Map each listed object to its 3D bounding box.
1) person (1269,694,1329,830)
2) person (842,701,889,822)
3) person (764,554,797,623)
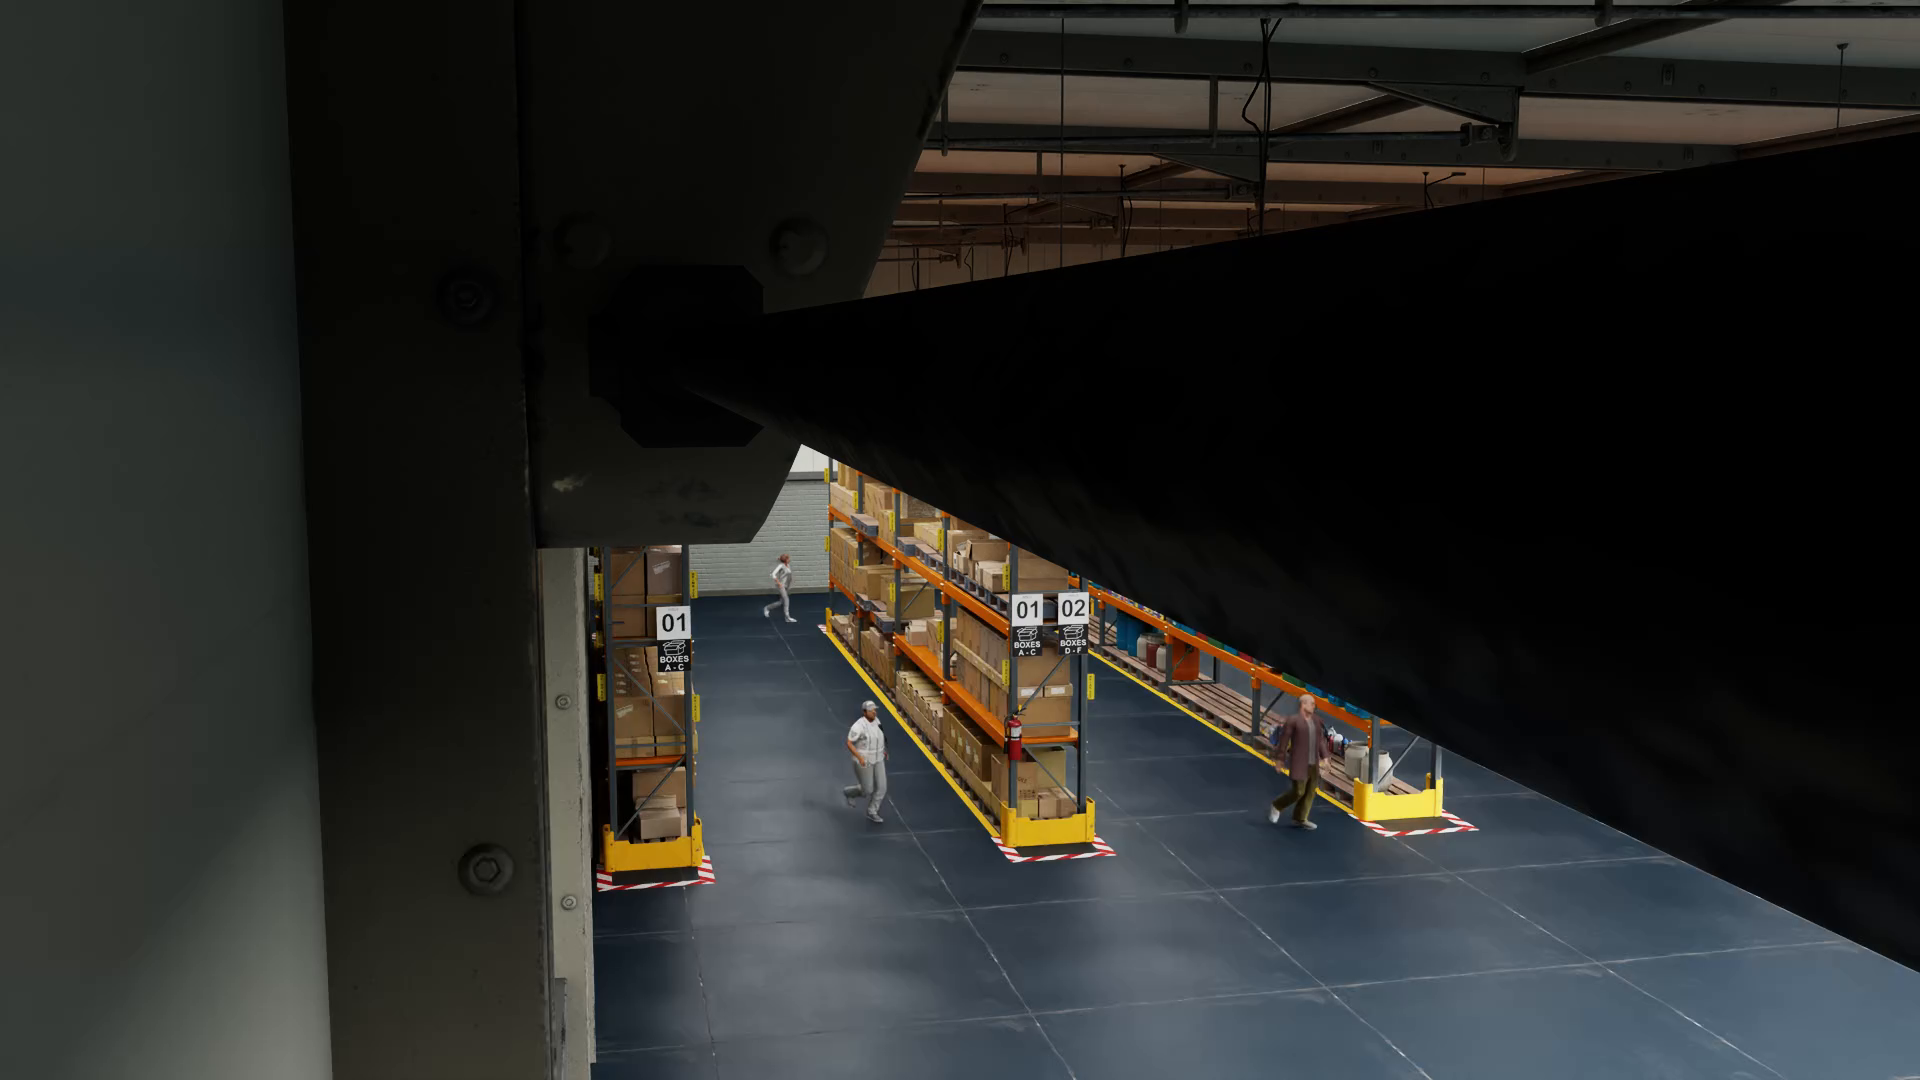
[{"bbox_3d":[4.397,2.877,21.664,0.702,1.768,0.633,-5,8,-35],"label":"person"},{"bbox_3d":[-1.256,2.921,22.120,0.618,1.621,0.642,-6,9,-43],"label":"person"},{"bbox_3d":[-4.017,1.080,37.685,0.853,1.545,0.585,2,7,20],"label":"person"}]
